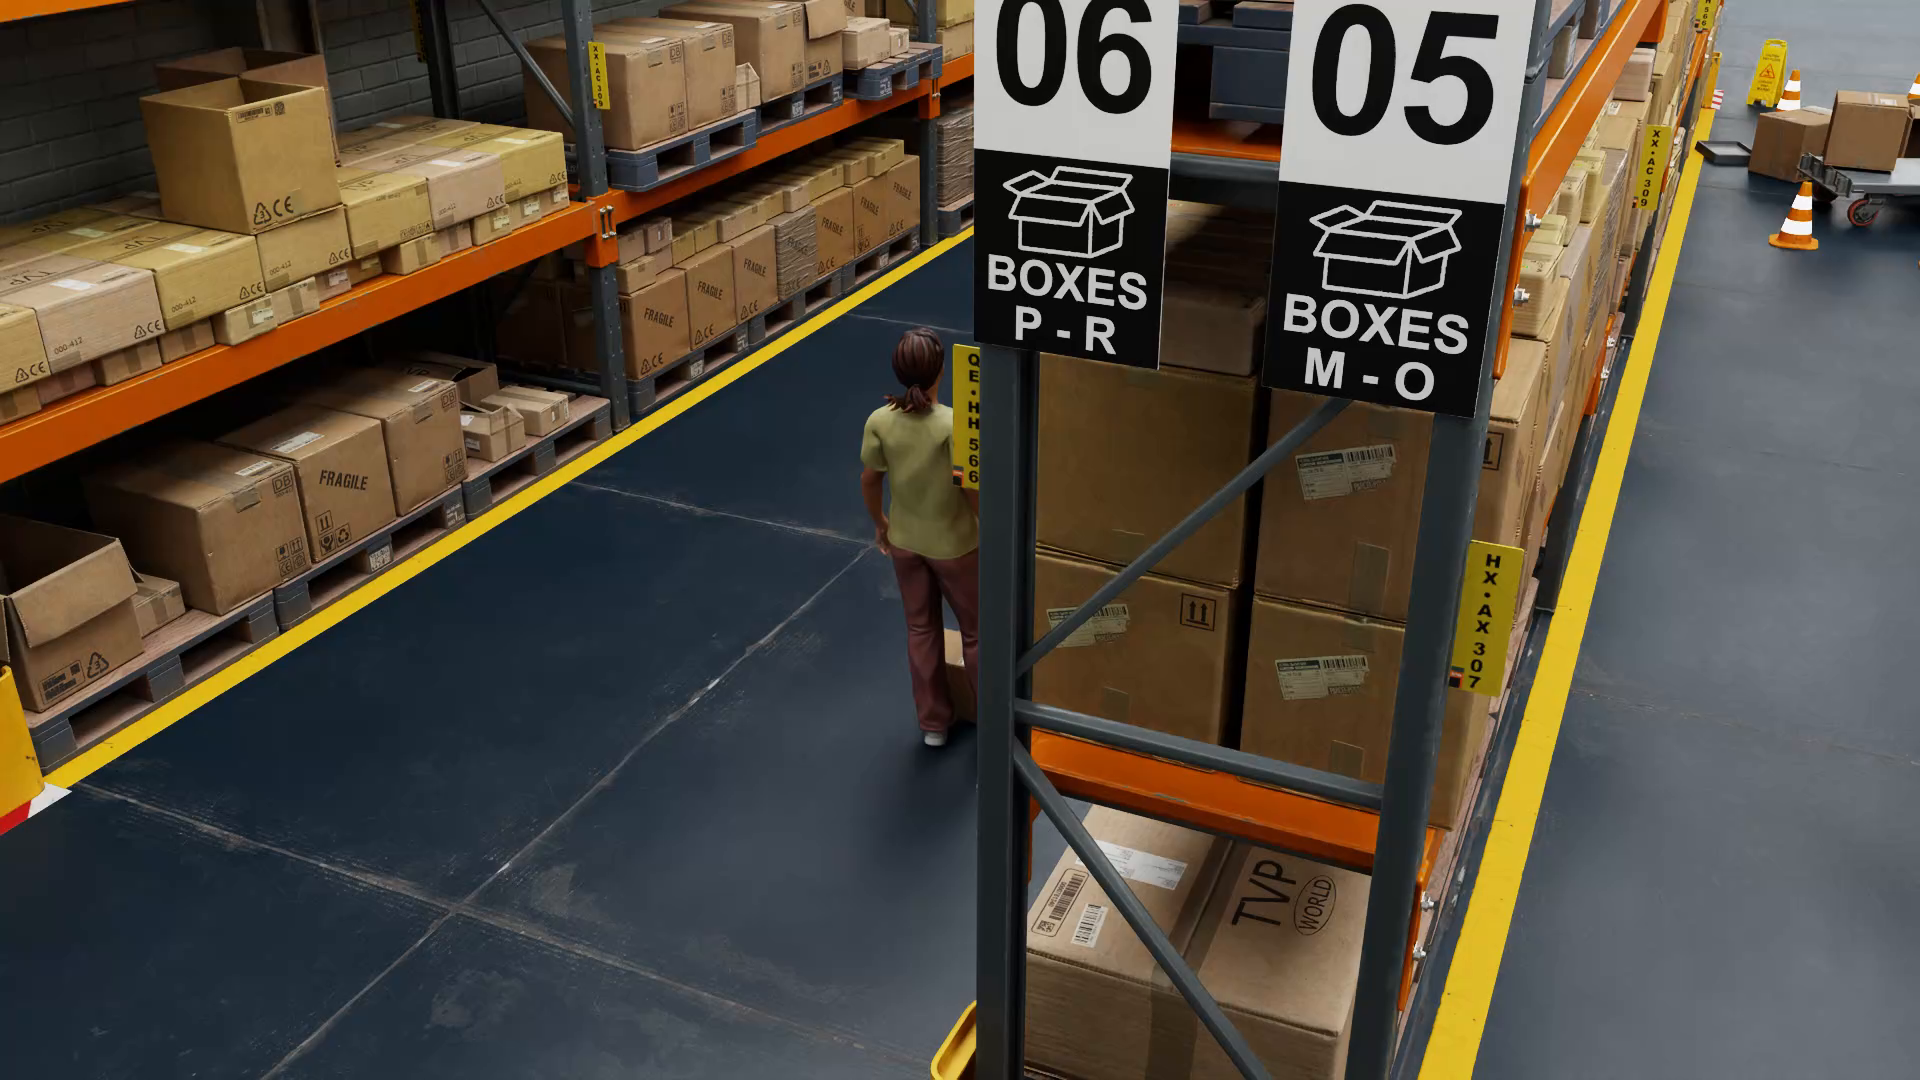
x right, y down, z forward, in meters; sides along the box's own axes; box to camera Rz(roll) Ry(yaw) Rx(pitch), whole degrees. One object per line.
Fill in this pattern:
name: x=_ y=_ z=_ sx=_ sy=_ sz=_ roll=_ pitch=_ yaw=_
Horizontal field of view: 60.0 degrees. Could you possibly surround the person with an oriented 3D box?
person: x=-0.047 y=-0.006 z=6.132 sx=0.552 sy=1.652 sz=0.520 roll=11 pitch=28 yaw=22
